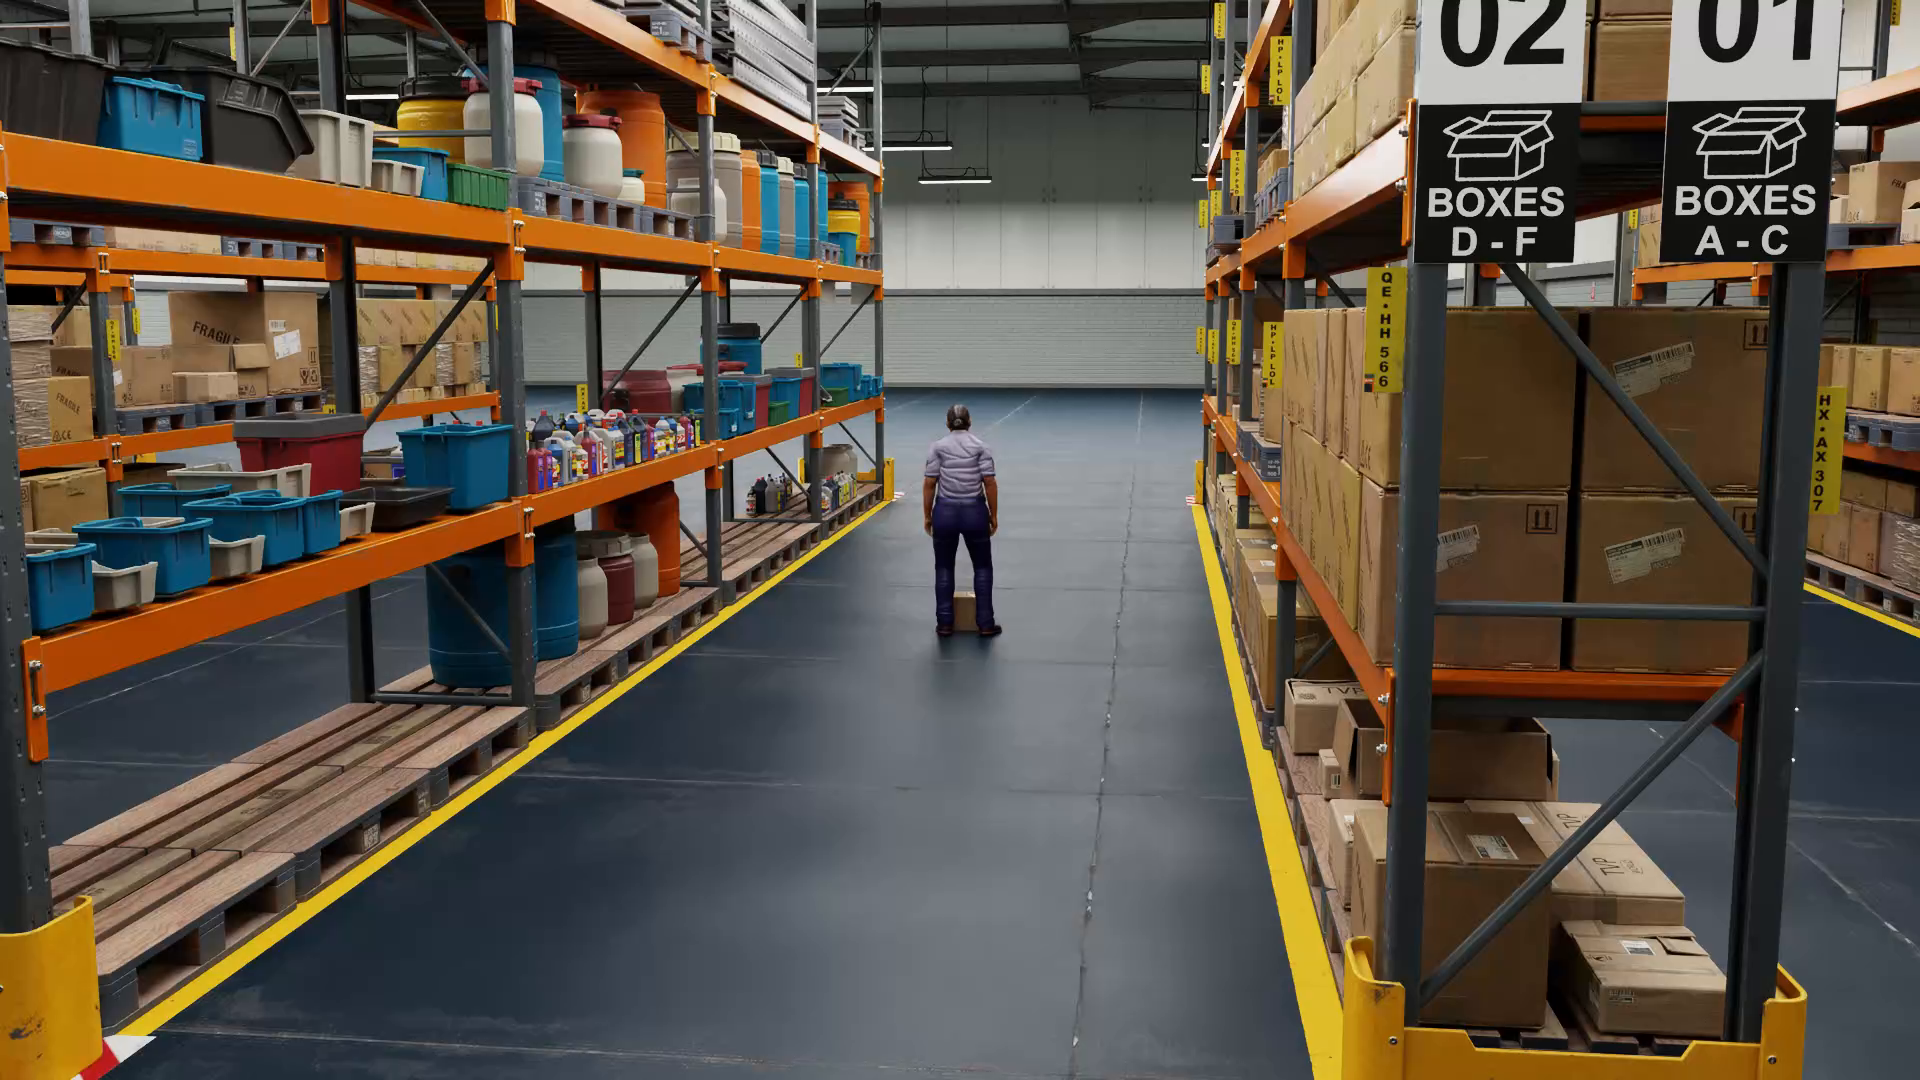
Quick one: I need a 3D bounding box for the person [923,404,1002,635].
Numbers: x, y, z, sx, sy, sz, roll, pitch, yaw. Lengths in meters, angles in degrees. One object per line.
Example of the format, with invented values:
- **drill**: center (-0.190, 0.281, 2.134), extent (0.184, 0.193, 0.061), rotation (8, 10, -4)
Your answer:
- **person**: center (0.019, -0.142, 11.872), extent (0.563, 1.653, 0.368), rotation (0, 8, 3)
